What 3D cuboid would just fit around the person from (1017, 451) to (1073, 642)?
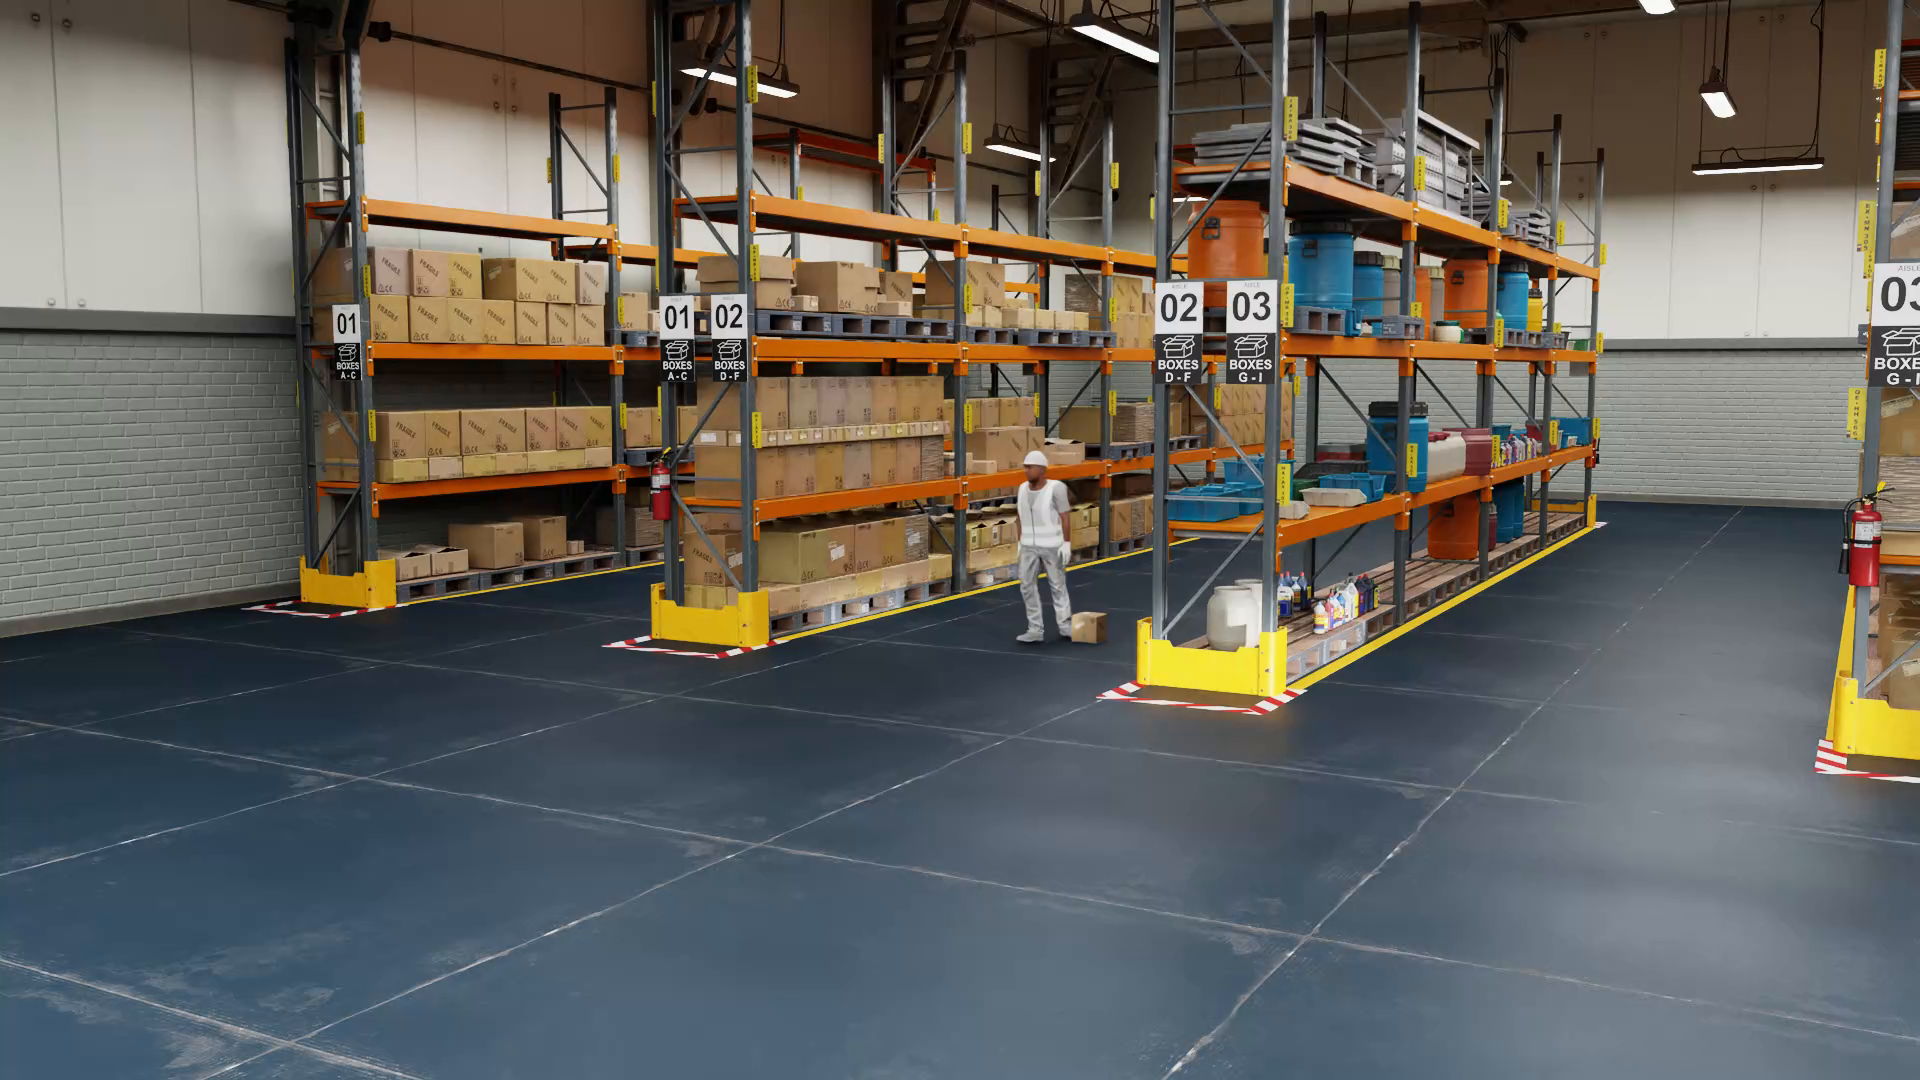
[{"bbox_3d":[0.790,0.058,15.453,0.599,1.776,0.603,4,7,32],"label":"person"}]
